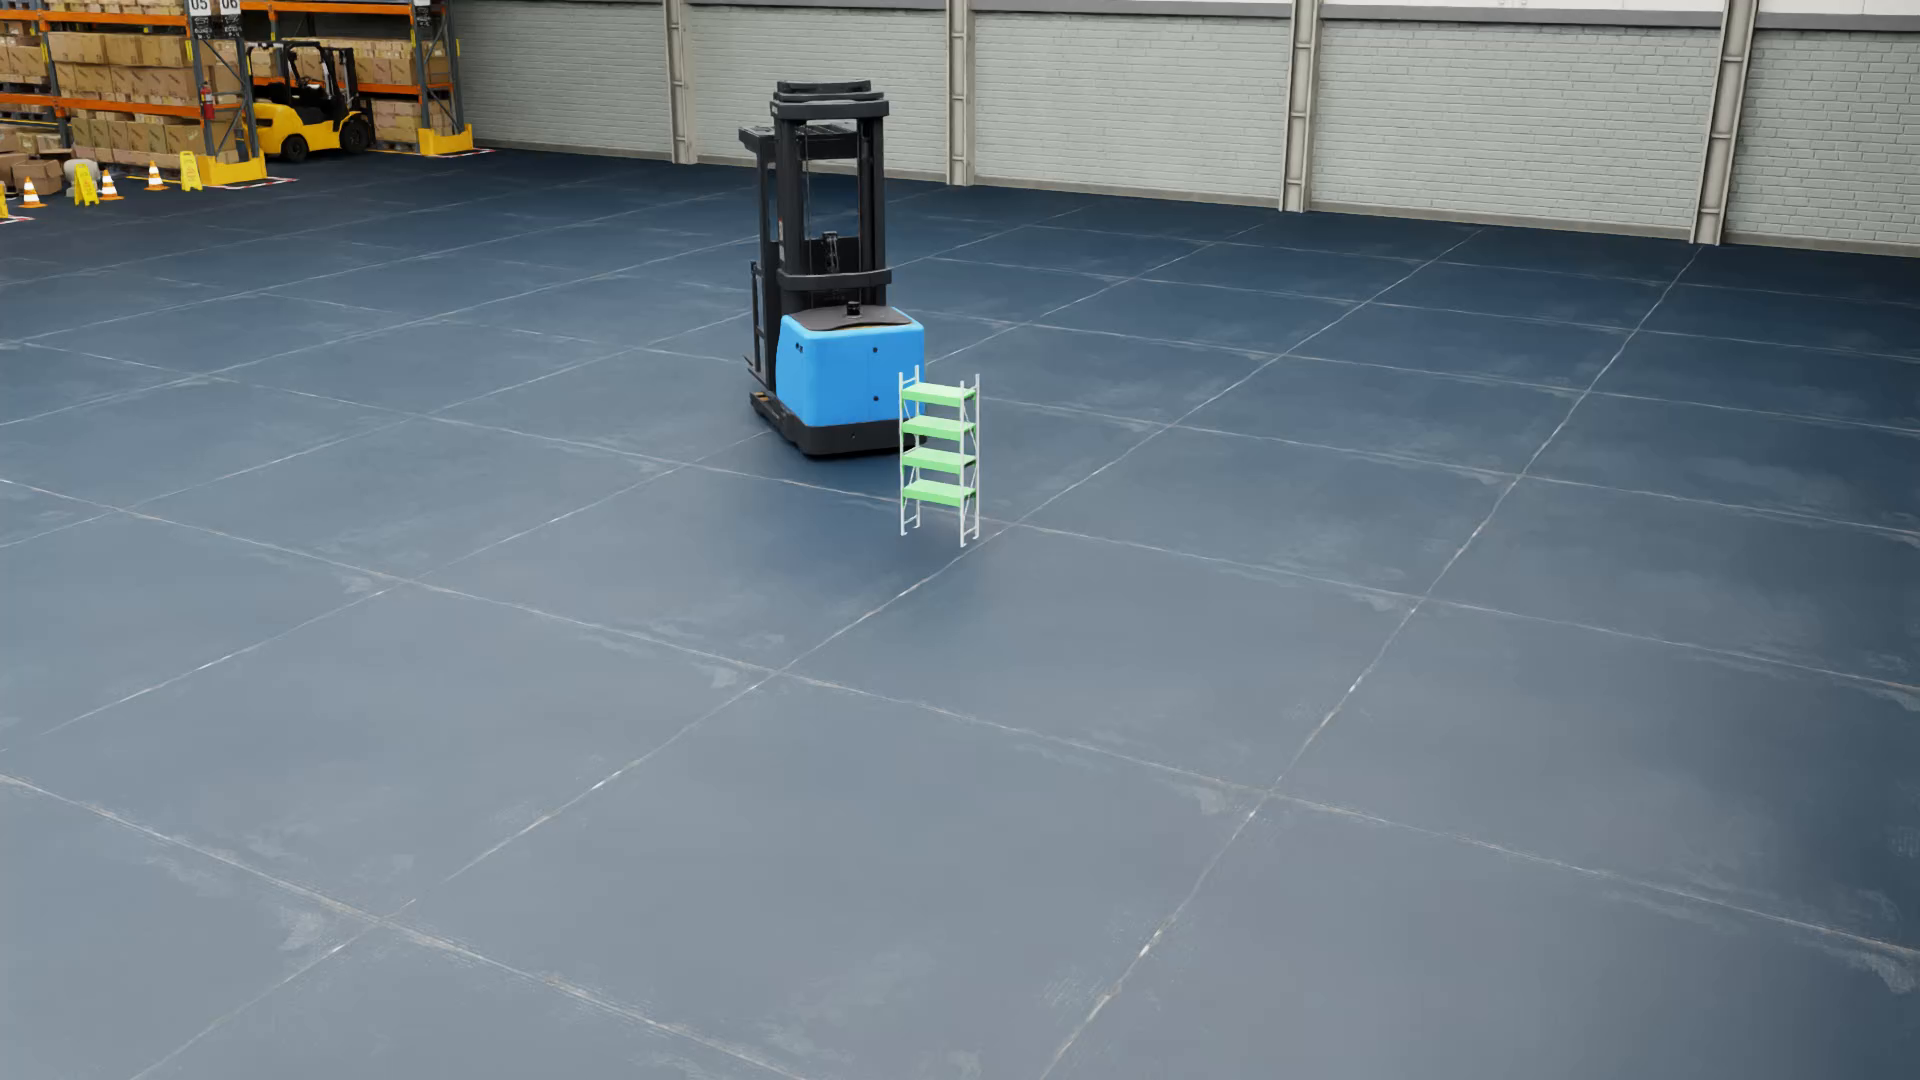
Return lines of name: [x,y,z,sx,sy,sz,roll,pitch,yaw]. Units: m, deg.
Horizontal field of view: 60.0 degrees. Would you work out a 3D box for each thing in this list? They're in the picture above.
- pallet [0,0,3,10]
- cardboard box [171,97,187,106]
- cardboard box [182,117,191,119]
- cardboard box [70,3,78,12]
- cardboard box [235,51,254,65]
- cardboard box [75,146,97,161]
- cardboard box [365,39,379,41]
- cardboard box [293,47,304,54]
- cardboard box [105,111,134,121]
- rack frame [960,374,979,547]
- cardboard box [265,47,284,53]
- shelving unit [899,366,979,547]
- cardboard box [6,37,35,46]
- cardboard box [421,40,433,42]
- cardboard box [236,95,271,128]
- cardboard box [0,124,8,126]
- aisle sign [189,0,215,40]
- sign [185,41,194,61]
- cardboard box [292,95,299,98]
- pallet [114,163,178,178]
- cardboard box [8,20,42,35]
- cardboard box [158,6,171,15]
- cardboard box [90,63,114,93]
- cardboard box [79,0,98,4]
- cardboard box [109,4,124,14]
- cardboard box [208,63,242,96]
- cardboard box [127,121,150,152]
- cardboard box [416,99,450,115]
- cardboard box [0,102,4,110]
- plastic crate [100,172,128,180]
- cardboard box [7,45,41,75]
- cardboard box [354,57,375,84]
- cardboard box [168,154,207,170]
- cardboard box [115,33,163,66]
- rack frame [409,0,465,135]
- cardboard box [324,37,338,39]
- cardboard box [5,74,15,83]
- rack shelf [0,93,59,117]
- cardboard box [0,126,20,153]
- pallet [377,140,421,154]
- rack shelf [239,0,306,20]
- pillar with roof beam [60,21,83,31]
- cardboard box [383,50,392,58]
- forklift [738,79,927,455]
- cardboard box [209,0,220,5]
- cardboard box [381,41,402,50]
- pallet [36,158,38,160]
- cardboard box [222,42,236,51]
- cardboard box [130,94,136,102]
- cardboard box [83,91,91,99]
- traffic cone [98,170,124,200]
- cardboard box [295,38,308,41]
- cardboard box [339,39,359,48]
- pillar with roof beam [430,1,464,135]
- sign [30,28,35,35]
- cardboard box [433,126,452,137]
pallet: [-17.600,-10.015,30.951,1.003,0.211,1.213,11,23,27]
cardboard box: [-13.420,-7.611,28.817,0.250,0.149,0.380,10,22,27]
cardboard box: [-14.197,-7.371,30.103,0.500,0.500,0.500,11,23,28]
cardboard box: [-15.582,-9.486,29.586,0.250,0.149,0.380,11,23,27]
cardboard box: [-14.794,-10.119,34.848,0.500,0.250,0.500,10,22,26]
cardboard box: [-15.822,-7.113,30.493,0.500,0.250,0.500,10,22,25]
cardboard box: [-11.822,-10.077,33.712,0.250,0.149,0.380,11,23,28]
cardboard box: [-13.411,-10.043,34.056,0.250,0.149,0.380,11,23,29]
cardboard box: [-15.056,-7.603,29.792,0.250,0.149,0.380,12,23,30]
rack frame: [0.069,-0.551,11.625,0.015,1.200,0.240,11,23,27]
cardboard box: [-14.195,-10.208,34.510,0.250,0.149,0.380,12,23,29]
shelving unit: [-0.145,-0.592,11.736,0.503,1.200,0.258,11,23,27]
cardboard box: [-17.327,-9.196,30.669,0.250,0.149,0.380,10,22,26]
cardboard box: [-10.687,-9.874,33.153,0.250,0.149,0.380,12,23,29]
cardboard box: [-14.923,-9.161,35.588,0.625,0.625,0.875,11,22,27]
cardboard box: [-19.209,-7.917,32.531,0.625,0.372,0.950,9,22,24]
aisle sign: [-12.801,-8.847,28.044,0.004,0.787,0.394,11,23,27]
sign: [-13.002,-8.253,28.056,0.005,0.325,0.100,11,23,27]
cardboard box: [-13.519,-9.066,34.410,0.500,0.250,0.500,10,22,26]
pallet: [-14.533,-6.772,30.226,1.213,0.211,1.003,11,23,27]
cardboard box: [-21.943,-11.944,39.079,0.500,0.500,0.500,10,22,26]
cardboard box: [-13.395,-9.021,28.306,0.250,0.149,0.380,11,23,28]
cardboard box: [-15.076,-8.254,29.637,0.500,0.500,0.500,11,22,27]
cardboard box: [-15.069,-9.542,29.155,0.500,0.250,0.500,11,23,28]
cardboard box: [-14.524,-9.232,28.887,0.250,0.149,0.380,10,22,27]
cardboard box: [-12.992,-8.070,29.131,0.500,0.500,0.500,10,22,26]
cardboard box: [-14.435,-7.207,29.650,0.500,0.500,0.500,10,22,26]
cardboard box: [-10.623,-8.711,33.431,0.500,0.250,0.500,10,22,26]
cardboard box: [-22.637,-10.482,39.412,0.500,0.500,0.500,11,23,28]
plastic crate: [-15.235,-6.509,29.693,0.583,0.080,0.402,3,20,9]
cardboard box: [-17.154,-8.862,30.698,0.500,0.500,0.500,11,23,28]
cardboard box: [-11.750,-9.425,33.302,0.500,0.500,0.500,10,22,26]
cardboard box: [-13.572,-6.685,29.312,0.500,0.250,0.500,11,23,27]
cardboard box: [-14.200,-8.539,28.958,0.500,0.500,0.700,10,22,27]
rack frame: [-10.296,-9.200,32.829,0.127,3.000,1.000,11,23,27]
cardboard box: [-12.926,-10.300,34.327,0.250,0.149,0.380,11,22,27]
cardboard box: [-17.478,-8.592,30.906,0.250,0.149,0.380,11,23,28]
rack shelf: [-17.952,-8.381,31.627,4.000,0.370,1.077,11,23,27]
cardboard box: [-17.048,-7.033,29.410,0.500,0.500,0.500,11,23,27]
pallet: [-10.984,-8.004,33.621,1.213,0.211,1.003,11,23,27]
rack shelf: [-15.534,-11.270,35.191,4.000,0.370,1.077,11,23,27]
pillar with roof beam: [-23.040,-13.118,34.833,0.400,9.000,9.100,11,23,27]
cardboard box: [-11.170,-9.621,32.892,0.250,0.149,0.380,11,23,28]
forklift: [-1.266,-2.538,14.564,1.130,2.935,3.031,-7,21,-19]
cardboard box: [-13.023,-9.364,28.666,0.500,0.250,0.500,10,22,26]
cardboard box: [-11.184,-9.756,32.827,0.250,0.149,0.380,11,23,28]
pallet: [-17.955,-7.408,31.977,1.213,0.211,1.003,11,23,27]
cardboard box: [-15.325,-10.412,35.071,0.250,0.149,0.380,11,23,28]
cardboard box: [-14.469,-7.862,29.509,0.250,0.149,0.380,11,23,27]
cardboard box: [-15.595,-8.059,30.053,0.250,0.149,0.380,11,23,27]
traffic cone: [-13.963,-5.830,27.258,0.334,0.463,0.336,11,23,27]
cardboard box: [-13.374,-10.204,34.063,0.250,0.149,0.380,11,23,28]
cardboard box: [-12.265,-9.989,33.470,0.250,0.149,0.380,11,23,28]
pillar with roof beam: [-12.564,-11.123,29.332,0.400,9.000,9.100,11,23,27]
sign: [-21.030,-11.440,37.734,0.005,0.325,0.100,11,23,27]
cardboard box: [-10.630,-8.245,33.612,0.500,0.250,0.500,11,23,28]
